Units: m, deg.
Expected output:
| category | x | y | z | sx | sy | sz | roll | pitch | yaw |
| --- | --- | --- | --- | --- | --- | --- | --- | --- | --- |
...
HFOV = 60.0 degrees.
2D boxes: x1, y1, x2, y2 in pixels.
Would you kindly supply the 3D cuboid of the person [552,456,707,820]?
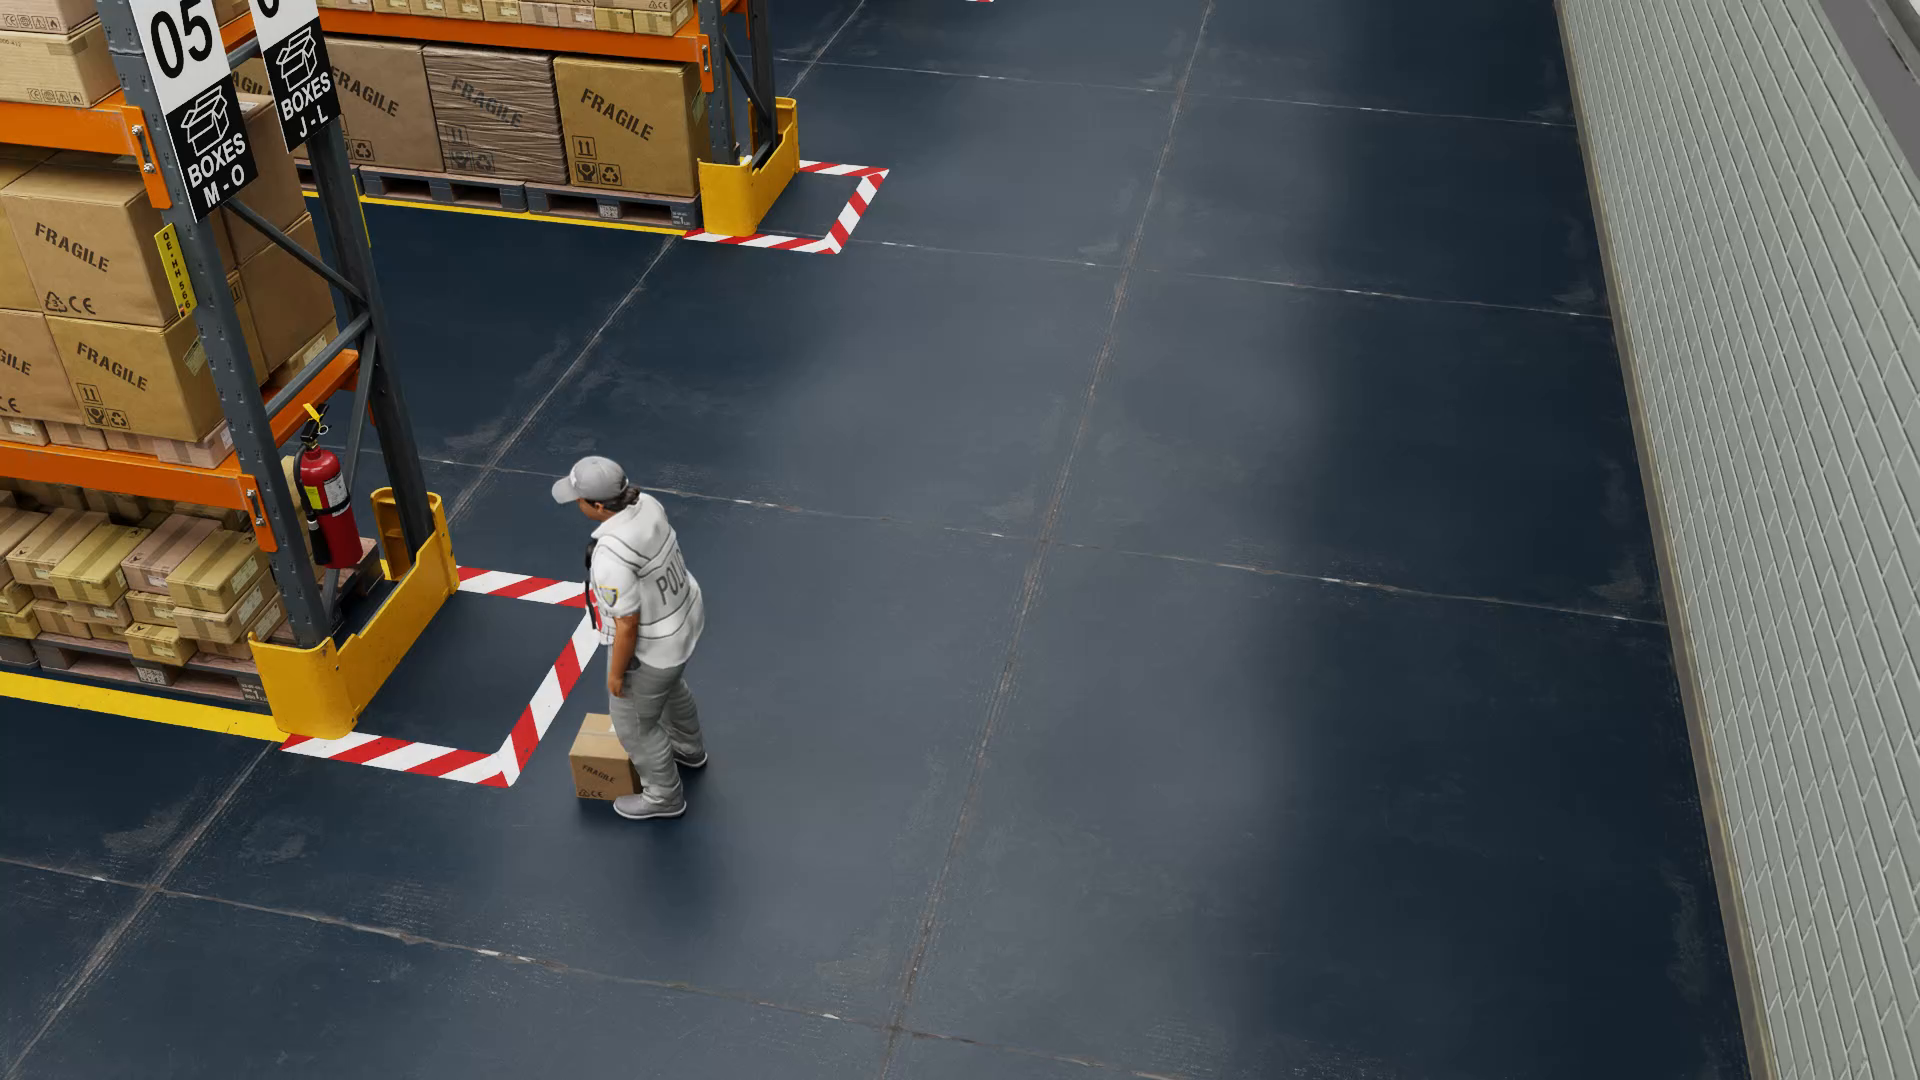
| category | x | y | z | sx | sy | sz | roll | pitch | yaw |
| --- | --- | --- | --- | --- | --- | --- | --- | --- | --- |
| person | -1.250 | 0.368 | 6.466 | 0.459 | 1.666 | 0.550 | 7 | 37 | 9 |
